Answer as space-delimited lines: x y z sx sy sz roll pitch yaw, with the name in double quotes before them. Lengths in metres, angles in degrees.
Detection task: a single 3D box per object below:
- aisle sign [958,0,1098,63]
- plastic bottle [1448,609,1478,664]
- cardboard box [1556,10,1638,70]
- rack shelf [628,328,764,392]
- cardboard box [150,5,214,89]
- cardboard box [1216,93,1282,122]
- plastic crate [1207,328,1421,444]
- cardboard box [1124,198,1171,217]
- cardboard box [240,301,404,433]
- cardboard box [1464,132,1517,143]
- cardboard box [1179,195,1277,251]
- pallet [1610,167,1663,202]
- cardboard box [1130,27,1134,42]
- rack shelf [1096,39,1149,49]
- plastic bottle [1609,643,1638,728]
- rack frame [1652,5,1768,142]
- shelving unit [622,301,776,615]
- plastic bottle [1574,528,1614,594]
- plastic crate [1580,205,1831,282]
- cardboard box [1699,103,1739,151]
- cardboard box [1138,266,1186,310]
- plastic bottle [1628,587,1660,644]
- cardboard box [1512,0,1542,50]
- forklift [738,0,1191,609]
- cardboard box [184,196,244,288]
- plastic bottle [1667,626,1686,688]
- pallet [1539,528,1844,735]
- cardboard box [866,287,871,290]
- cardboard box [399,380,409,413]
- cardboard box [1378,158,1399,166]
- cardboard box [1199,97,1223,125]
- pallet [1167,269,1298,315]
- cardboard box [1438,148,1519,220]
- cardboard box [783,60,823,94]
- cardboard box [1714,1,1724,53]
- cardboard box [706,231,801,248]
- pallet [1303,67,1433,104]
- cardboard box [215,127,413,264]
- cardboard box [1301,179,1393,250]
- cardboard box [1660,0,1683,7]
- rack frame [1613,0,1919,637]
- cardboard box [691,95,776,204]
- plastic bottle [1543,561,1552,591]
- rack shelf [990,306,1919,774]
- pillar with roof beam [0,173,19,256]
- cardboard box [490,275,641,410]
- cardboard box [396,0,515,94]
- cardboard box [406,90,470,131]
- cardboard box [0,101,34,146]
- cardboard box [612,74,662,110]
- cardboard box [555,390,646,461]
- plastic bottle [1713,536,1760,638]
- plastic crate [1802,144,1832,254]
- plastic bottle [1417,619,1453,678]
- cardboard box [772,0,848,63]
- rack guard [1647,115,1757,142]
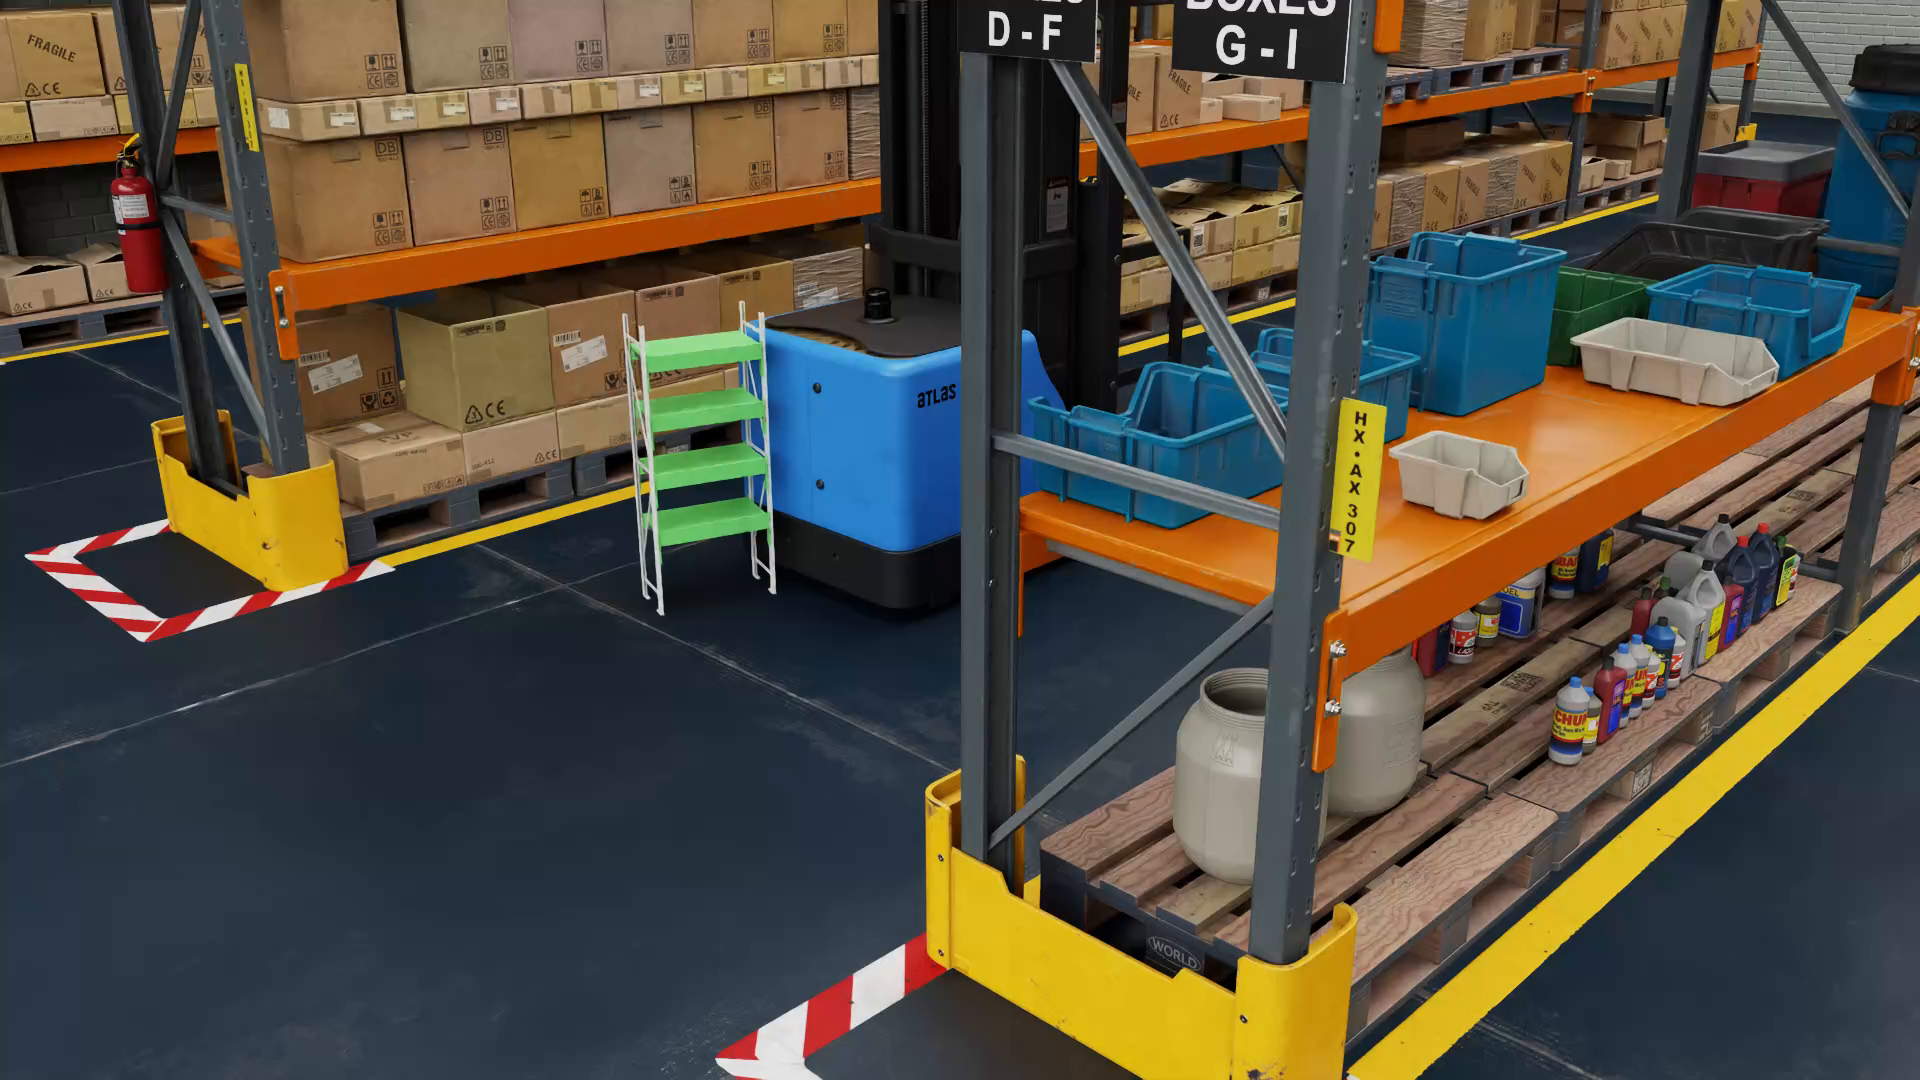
"aisle sign" 0.137 -1.397 3.405 0.394 0.787 0.004 19 28 41
"plastic bottle" 1.762 0.324 5.838 0.097 0.201 0.097 0 21 0
"cardboard box" 5.776 -4.563 15.125 0.500 0.500 0.500 -19 28 -41
"rack shelf" -1.051 -0.720 6.616 0.480 0.148 0.258 -10 23 -25
"cardboard box" -5.081 -3.336 11.208 0.500 0.500 0.500 -19 28 -40
"cardboard box" 2.005 -3.007 11.568 0.380 0.149 0.250 19 28 41
"plastic crate" 0.992 -0.428 4.713 0.499 0.251 0.408 19 28 41
"cardboard box" 1.141 -2.271 11.767 0.500 0.311 0.500 18 28 39
"cardboard box" -2.985 -0.844 7.790 0.500 0.500 0.500 19 28 41
"cardboard box" 4.713 -3.428 15.184 0.500 0.500 0.500 18 27 38
"cardboard box" 1.888 -2.268 11.759 0.500 0.311 0.500 19 28 40
"pallet" 6.556 -3.643 16.759 1.003 0.211 1.213 19 28 41
"cardboard box" 1.640 -5.426 17.834 0.380 0.149 0.250 20 28 41
"rack shelf" 0.278 -4.842 16.994 1.077 0.370 4.000 19 28 41
"plastic bottle" 2.127 0.464 5.376 0.097 0.271 0.097 0 21 0
"rack frame" 8.016 -5.481 17.655 1.000 3.000 0.127 19 28 41
"shelving unit" -1.051 -0.332 6.765 0.503 1.200 0.258 -10 23 -25
"plastic bottle" 2.434 0.015 6.434 0.144 0.351 0.185 19 28 41
"plastic crate" 2.734 -1.024 6.145 0.767 0.338 0.504 19 28 41
"cardboard box" 7.813 -4.319 17.500 0.500 0.500 0.500 19 28 41
"cardboard box" 1.176 -1.746 11.185 0.500 0.250 0.500 -20 28 -41
"plastic bottle" 2.396 0.291 5.810 0.061 0.283 0.133 19 28 41
"cardboard box" 4.734 -4.630 14.715 0.700 0.500 0.500 9 23 23
"forklift" 0.439 -1.530 7.470 1.130 2.935 3.031 19 28 41
"cardboard box" -5.206 -2.124 11.790 0.700 0.500 0.500 17 27 37
"plastic bottle" 2.410 0.393 5.659 0.097 0.201 0.097 0 21 0
"pallet" 2.692 0.308 6.480 1.003 0.211 1.213 19 28 41
"cardboard box" -0.274 -1.489 10.514 0.500 0.250 0.500 19 28 40
"cardboard box" -2.644 -0.624 8.266 0.500 0.250 0.500 19 28 41
"cardboard box" 3.280 -2.896 13.798 0.500 0.500 0.500 18 27 39
"cardboard box" 1.585 -2.966 11.460 0.250 0.149 0.380 -18 27 -38
"pallet" 1.832 -1.922 12.280 1.003 0.211 1.213 19 28 41
"cardboard box" 4.385 -3.039 14.172 0.500 0.500 0.500 20 29 41
"cardboard box" -0.929 -2.424 8.657 0.380 0.149 0.250 19 28 41
"cardboard box" 7.187 -5.084 16.481 0.500 0.500 0.500 20 28 41
"cardboard box" -1.247 -1.488 9.467 0.500 0.500 0.500 19 28 41
"pallet" 2.857 -3.527 12.838 1.213 0.211 1.003 19 28 41
"cardboard box" -2.811 -1.532 7.240 0.700 0.500 0.500 19 28 41
"cardboard box" 2.957 -2.509 12.792 0.500 0.500 0.500 -19 28 -40
"cardboard box" 6.474 -5.282 15.603 0.500 0.500 0.500 18 28 39
"rack frame" 3.191 -1.156 6.402 1.000 3.000 0.127 19 28 41
"cardboard box" -1.377 -2.063 8.621 0.500 0.500 0.700 -20 28 -41
"plastic bottle" 2.199 0.027 6.402 0.144 0.351 0.185 18 27 38
"rack shelf" 1.795 -0.306 5.193 1.077 0.370 4.000 19 28 41
"pillar with roof beam" -3.745 -4.727 7.329 9.100 9.000 0.400 19 28 41
"cardboard box" -1.926 -0.974 8.130 0.500 0.500 0.500 19 28 41
"cardboard box" -2.411 -2.288 7.398 0.700 0.500 0.500 18 28 39
"cardboard box" -2.361 -1.897 7.286 0.380 0.149 0.250 19 28 41
"cardboard box" -6.130 -2.593 10.320 0.500 0.250 0.500 18 28 39
"cardboard box" -1.645 -2.160 7.970 0.380 0.149 0.250 20 28 41
"cardboard box" -1.917 -0.621 8.257 0.500 0.250 0.500 19 28 41
"plastic bottle" 2.814 0.162 6.051 0.144 0.351 0.185 18 27 38
"plastic crate" 3.737 -1.510 7.345 0.392 0.384 0.575 19 28 41
"plastic bottle" 1.639 0.321 5.730 0.061 0.283 0.133 19 28 41
"cardboard box" -1.012 -2.803 8.739 0.700 0.500 0.500 19 28 41
"rack guard" 7.962 -4.295 18.053 1.175 0.500 0.348 19 28 41
